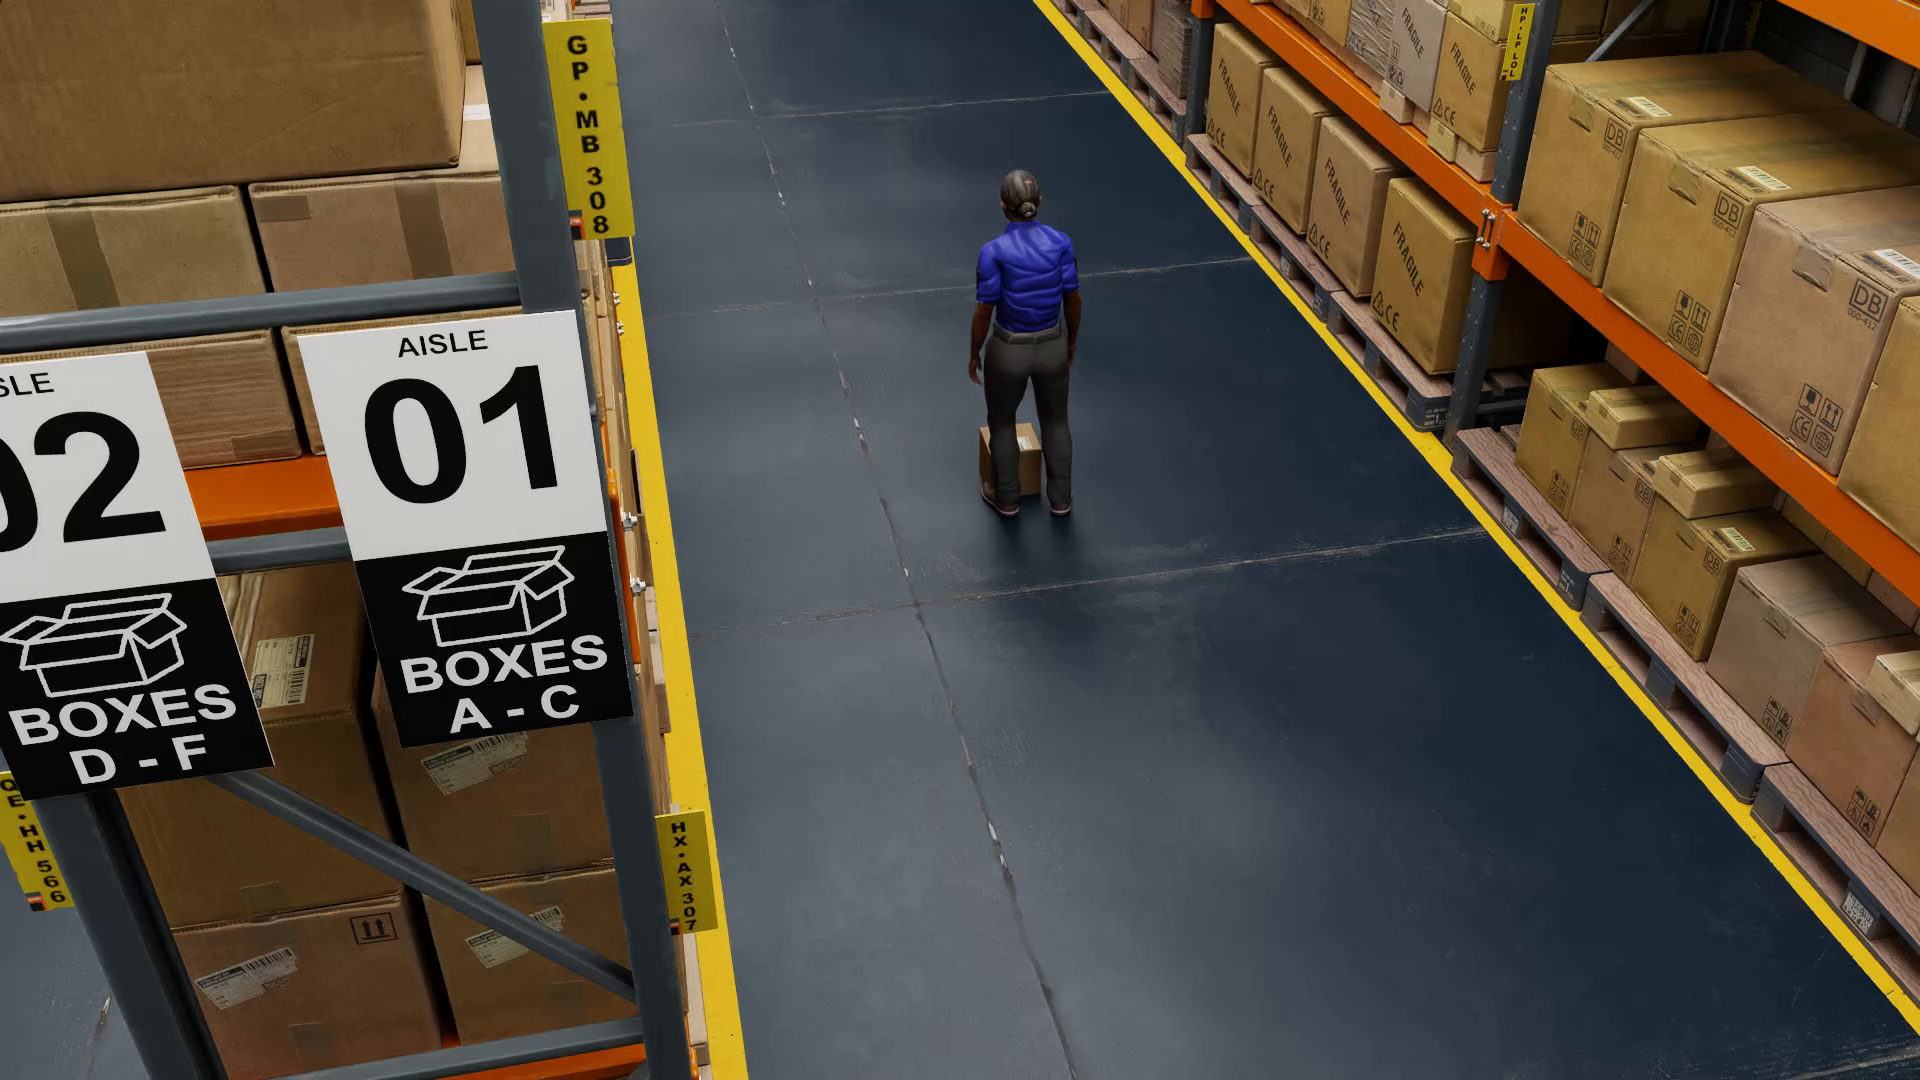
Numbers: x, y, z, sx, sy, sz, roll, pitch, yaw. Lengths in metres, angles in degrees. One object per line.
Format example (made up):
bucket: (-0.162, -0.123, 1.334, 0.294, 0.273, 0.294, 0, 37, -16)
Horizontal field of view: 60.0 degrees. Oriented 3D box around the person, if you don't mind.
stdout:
person: (0.301, -0.842, 7.370, 0.505, 1.655, 0.392, -7, 35, -10)
